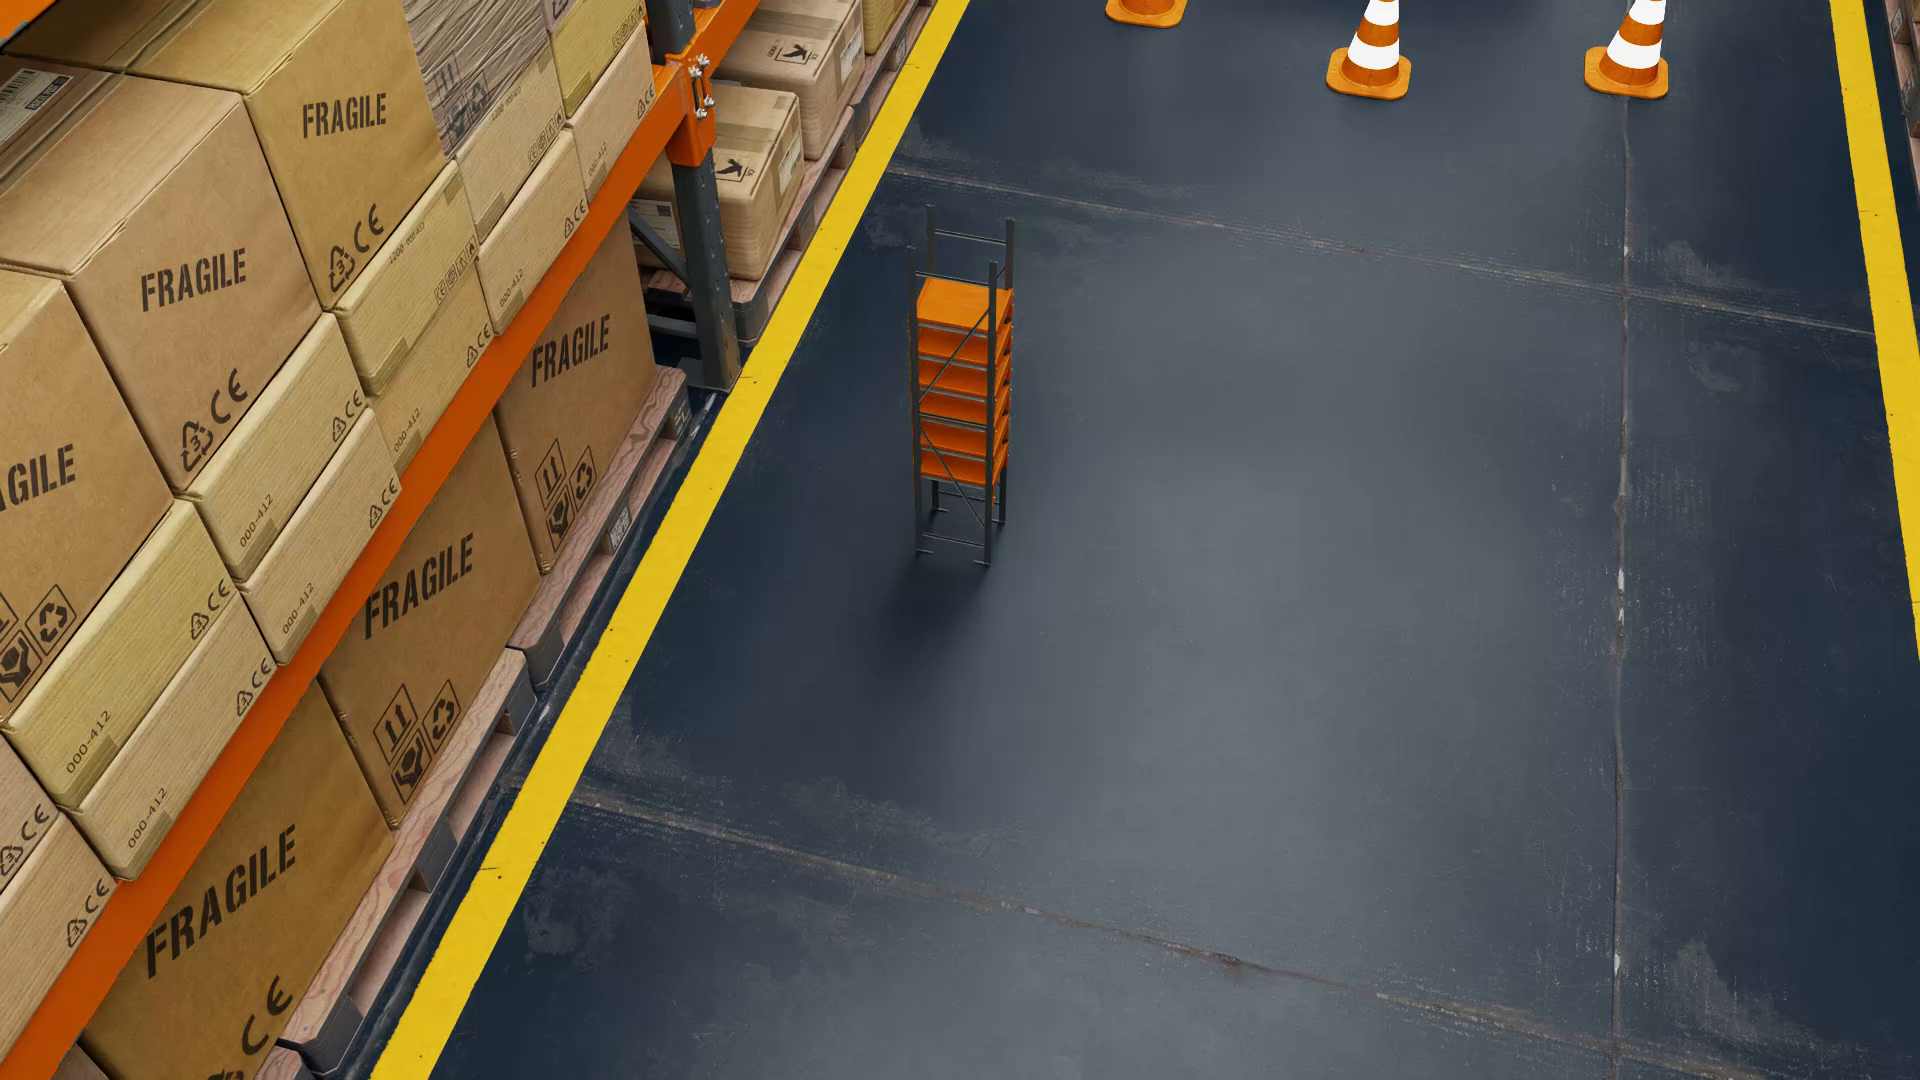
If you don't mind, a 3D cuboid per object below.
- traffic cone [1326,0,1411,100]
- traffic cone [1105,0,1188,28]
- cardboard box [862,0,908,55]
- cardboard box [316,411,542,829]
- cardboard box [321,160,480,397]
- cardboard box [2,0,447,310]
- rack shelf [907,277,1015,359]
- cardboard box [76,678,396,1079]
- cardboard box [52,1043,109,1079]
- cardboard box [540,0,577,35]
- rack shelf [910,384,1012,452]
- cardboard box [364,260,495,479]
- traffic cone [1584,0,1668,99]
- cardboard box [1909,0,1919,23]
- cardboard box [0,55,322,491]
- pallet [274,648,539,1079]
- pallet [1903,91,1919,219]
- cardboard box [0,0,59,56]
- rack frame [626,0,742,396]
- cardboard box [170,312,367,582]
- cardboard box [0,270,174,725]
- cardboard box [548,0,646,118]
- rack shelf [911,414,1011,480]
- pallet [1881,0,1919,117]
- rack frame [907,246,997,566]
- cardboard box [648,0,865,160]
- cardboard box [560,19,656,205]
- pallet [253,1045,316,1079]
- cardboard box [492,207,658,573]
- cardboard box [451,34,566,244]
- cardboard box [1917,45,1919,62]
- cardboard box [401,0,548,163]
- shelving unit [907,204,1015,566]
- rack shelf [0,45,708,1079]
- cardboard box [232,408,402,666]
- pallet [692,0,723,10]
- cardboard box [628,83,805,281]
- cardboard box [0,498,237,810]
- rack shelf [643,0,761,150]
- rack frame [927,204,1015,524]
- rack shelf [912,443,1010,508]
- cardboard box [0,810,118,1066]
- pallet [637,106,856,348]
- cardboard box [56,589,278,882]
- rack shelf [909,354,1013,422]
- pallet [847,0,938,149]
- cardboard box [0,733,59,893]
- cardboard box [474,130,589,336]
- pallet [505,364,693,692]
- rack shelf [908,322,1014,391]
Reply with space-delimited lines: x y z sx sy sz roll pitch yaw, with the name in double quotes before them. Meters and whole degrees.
"traffic cone" 1.712 -2.104 6.798 0.336 0.463 0.334 12 50 10
"traffic cone" 0.824 -2.511 7.158 0.336 0.463 0.334 12 50 10
"cardboard box" -0.703 -2.389 6.831 0.950 0.372 0.625 13 50 11
"cardboard box" -1.754 0.061 4.332 0.875 0.875 0.875 12 50 10
"cardboard box" -1.382 -0.600 3.545 0.500 0.250 0.500 10 49 9
"cardboard box" -1.401 -0.838 3.255 0.500 0.500 0.500 12 50 10
"rack shelf" 0.004 -0.616 4.573 0.258 0.103 0.180 12 50 10
"cardboard box" -1.990 0.708 3.762 0.875 0.875 0.875 13 50 11
"cardboard box" -2.220 1.363 3.184 0.875 0.875 0.875 13 50 11
"cardboard box" -1.137 -1.569 3.900 0.500 0.500 0.500 10 49 9
"rack shelf" 0.004 -0.378 4.843 0.258 0.103 0.180 12 50 10
"cardboard box" -1.403 -0.430 3.729 0.500 0.250 0.500 11 50 10
"traffic cone" 2.792 -2.108 6.802 0.336 0.463 0.334 12 50 10
"cardboard box" 4.525 -2.548 6.718 1.050 0.750 0.750 11 50 10
"cardboard box" -1.541 -0.473 2.934 0.500 0.500 0.500 11 49 9
"pallet" -1.856 0.727 4.467 1.003 0.211 1.213 12 50 10
"pallet" 4.152 -1.239 6.203 1.003 0.211 1.213 12 50 10
"cardboard box" -1.891 -0.954 3.358 0.500 0.500 0.500 13 50 11
"rack frame" -1.253 -1.630 4.688 1.000 3.000 0.127 12 50 10
"cardboard box" -1.518 -0.224 3.214 0.500 0.250 0.500 10 49 9
"cardboard box" -1.671 -0.098 2.603 0.500 0.500 0.500 10 49 9
"cardboard box" -1.135 -1.346 4.204 0.500 0.250 0.500 11 50 10
"rack shelf" 0.004 -0.299 4.933 0.258 0.103 0.180 12 50 10
"pallet" 4.471 -2.124 6.984 1.003 0.211 1.213 12 50 10
"rack frame" -0.020 -0.341 4.751 0.240 1.200 0.006 12 50 10
"cardboard box" -0.908 -1.842 6.347 0.950 0.372 0.625 11 49 9
"cardboard box" -1.136 -1.164 4.376 0.500 0.250 0.500 10 49 9
"pallet" -2.175 1.613 3.686 1.003 0.211 1.213 12 50 10
"cardboard box" -1.515 -0.583 4.901 0.875 0.875 0.875 11 50 10
"cardboard box" -1.267 -0.974 3.876 0.500 0.250 0.500 10 49 9
"cardboard box" 4.268 -1.851 6.103 1.050 0.750 0.750 12 50 10
"cardboard box" -1.264 -1.196 3.571 0.500 0.500 0.500 12 50 11
"shelving unit" 0.004 -0.407 4.809 0.258 1.200 0.189 12 50 10
"rack shelf" -1.779 0.054 3.681 1.077 0.370 4.000 12 50 10
"cardboard box" -1.510 -0.056 3.398 0.500 0.250 0.500 11 49 9
"pallet" -1.168 -2.103 5.234 1.213 0.211 1.003 12 50 10
"cardboard box" -1.095 -1.307 5.875 0.950 0.372 0.625 9 49 7
"cardboard box" -1.649 0.142 2.891 0.500 0.250 0.500 12 50 11
"rack shelf" -0.727 -2.839 6.235 1.077 0.370 4.000 12 50 10
"rack frame" 0.028 -0.474 4.868 0.240 1.200 0.006 12 50 10
"rack shelf" 0.004 -0.219 5.023 0.258 0.103 0.180 12 50 10
"cardboard box" -1.801 0.672 2.756 0.500 0.250 0.500 10 49 9
"pallet" -1.046 -1.273 6.232 1.003 0.211 1.213 12 50 10
"cardboard box" -1.650 0.304 3.081 0.500 0.250 0.500 11 50 10
"rack shelf" 0.004 -0.458 4.753 0.258 0.103 0.180 12 50 10
"pallet" -0.723 -2.152 7.009 1.003 0.211 1.213 12 50 10
"cardboard box" -1.808 0.502 2.573 0.500 0.250 0.500 12 50 11
"cardboard box" -1.255 -0.791 4.048 0.500 0.250 0.500 12 50 11
"pallet" -1.533 -0.152 5.244 1.003 0.211 1.213 12 50 10
"rack shelf" 0.004 -0.537 4.663 0.258 0.103 0.180 12 50 10
